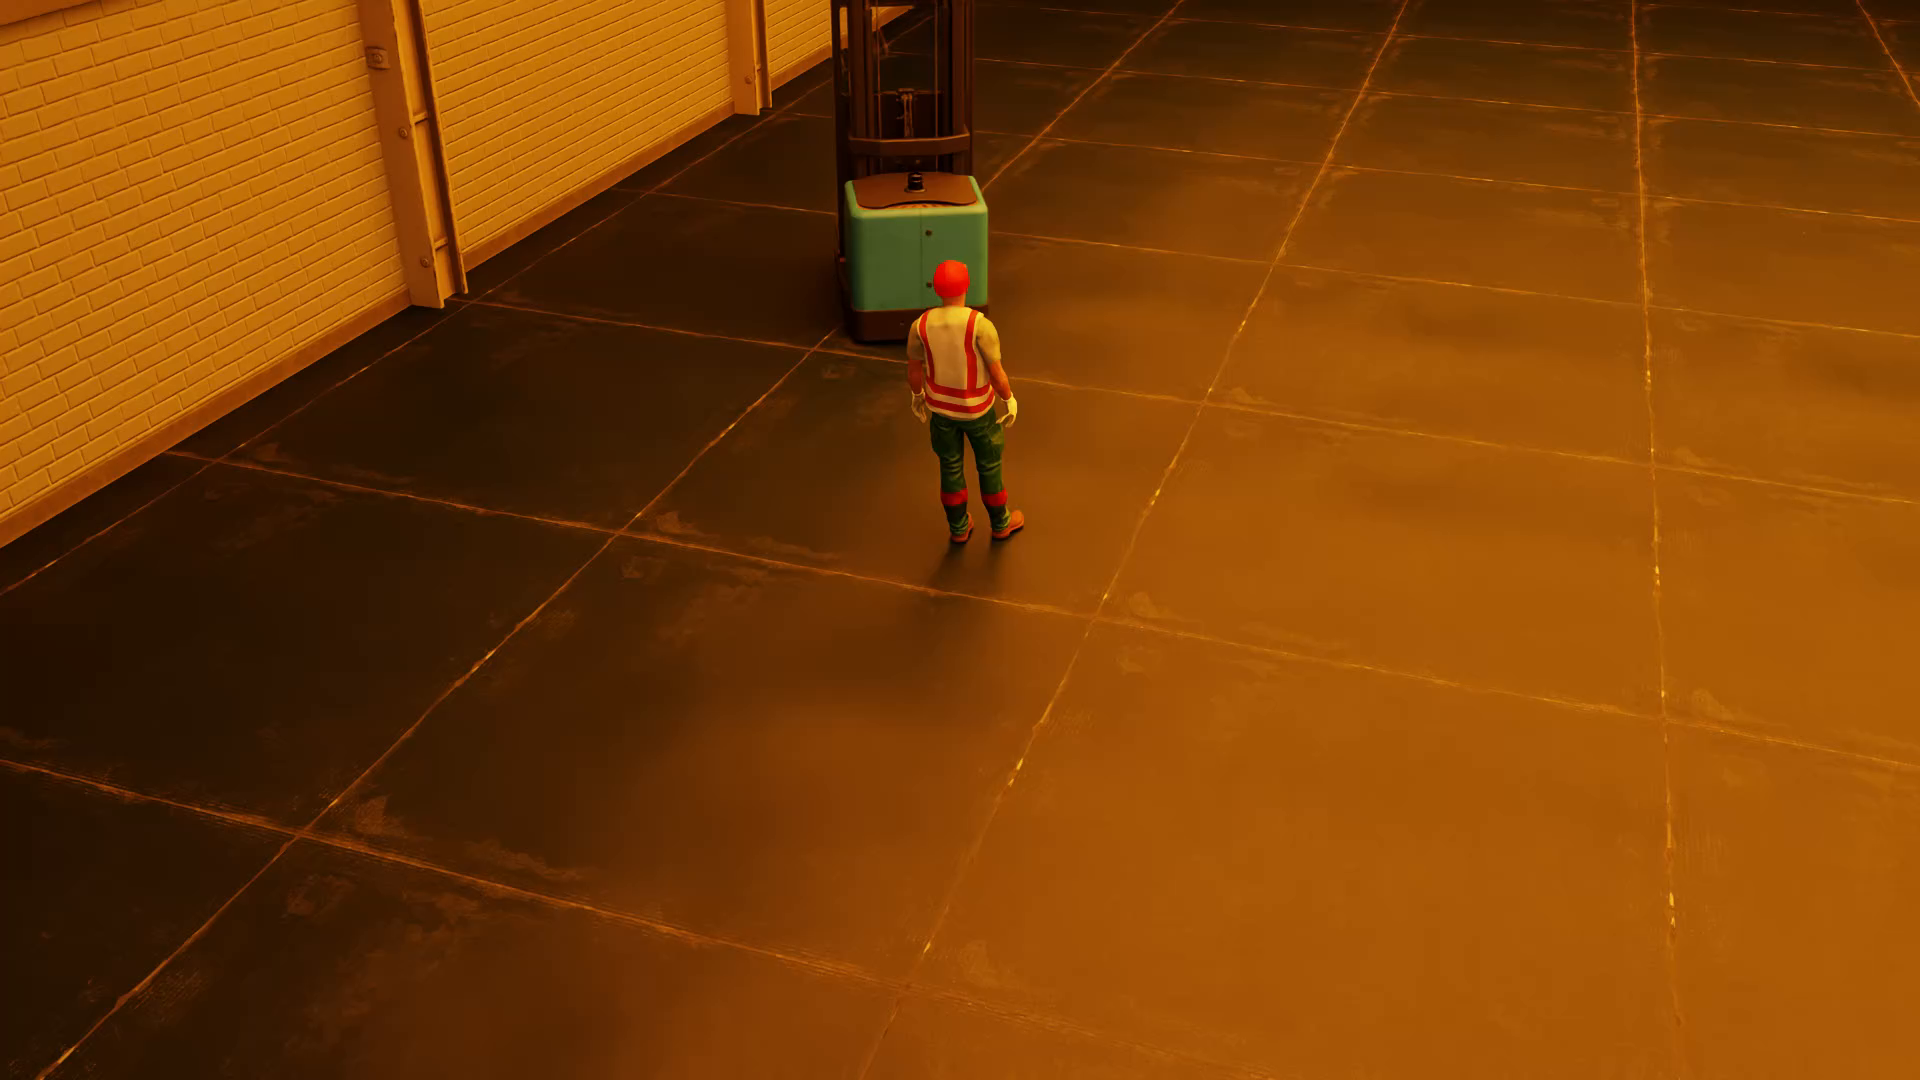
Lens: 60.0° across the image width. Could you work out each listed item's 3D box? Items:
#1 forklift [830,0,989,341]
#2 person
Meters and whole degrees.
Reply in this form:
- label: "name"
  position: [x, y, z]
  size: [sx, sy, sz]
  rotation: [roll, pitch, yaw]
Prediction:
- label: "forklift"
  position: [-0.471, -3.486, 13.252]
  size: [1.130, 2.935, 3.031]
  rotation: [-3, 30, -6]
- label: "person"
  position: [0.038, -0.817, 9.713]
  size: [0.637, 1.782, 0.564]
  rotation: [10, 31, 16]
